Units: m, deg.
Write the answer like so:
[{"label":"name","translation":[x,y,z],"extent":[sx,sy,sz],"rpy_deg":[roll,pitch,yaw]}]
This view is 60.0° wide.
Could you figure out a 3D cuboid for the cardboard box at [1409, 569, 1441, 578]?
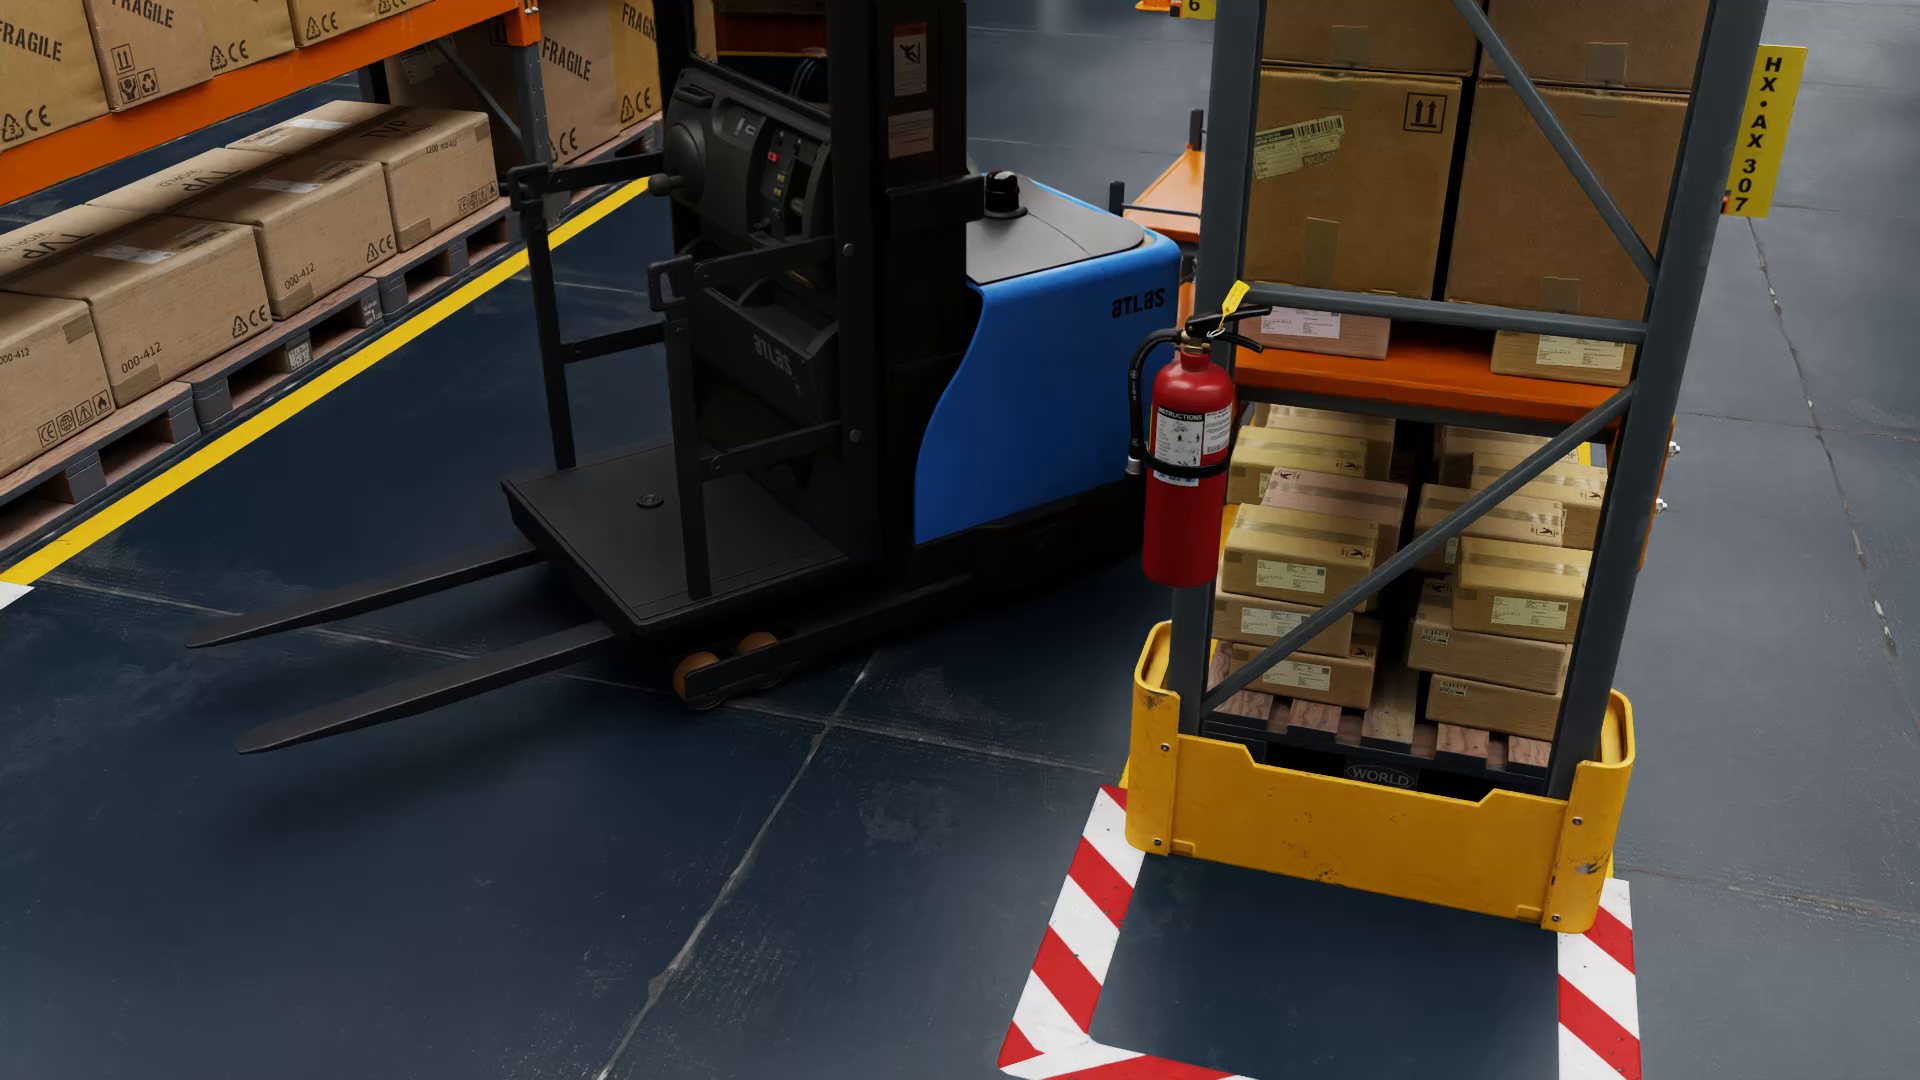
[{"label":"cardboard box","translation":[1.524,0.005,4.850],"extent":[0.380,0.149,0.250],"rpy_deg":[9,30,16]}]

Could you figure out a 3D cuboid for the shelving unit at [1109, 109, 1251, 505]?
[{"label":"shelving unit","translation":[0.935,-0.898,6.207],"extent":[0.538,1.125,1.048],"rpy_deg":[11,31,19]}]

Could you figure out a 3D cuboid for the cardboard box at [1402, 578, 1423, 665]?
[{"label":"cardboard box","translation":[1.461,0.256,4.705],"extent":[0.380,0.149,0.250],"rpy_deg":[8,30,15]}]

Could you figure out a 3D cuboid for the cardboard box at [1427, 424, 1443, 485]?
[{"label":"cardboard box","translation":[1.690,-0.236,5.283],"extent":[0.380,0.149,0.250],"rpy_deg":[7,30,12]}]

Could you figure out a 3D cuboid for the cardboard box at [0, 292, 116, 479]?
[{"label":"cardboard box","translation":[-3.661,-0.519,5.801],"extent":[0.875,0.438,0.875],"rpy_deg":[7,30,13]}]

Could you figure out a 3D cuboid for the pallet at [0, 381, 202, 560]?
[{"label":"pallet","translation":[-3.599,-0.299,6.070],"extent":[1.003,0.211,1.213],"rpy_deg":[8,30,15]}]

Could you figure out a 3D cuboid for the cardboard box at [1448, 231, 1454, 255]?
[{"label":"cardboard box","translation":[1.522,-0.851,4.452],"extent":[0.380,0.149,0.250],"rpy_deg":[10,31,17]}]

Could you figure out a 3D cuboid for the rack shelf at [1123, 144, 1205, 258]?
[{"label":"rack shelf","translation":[0.935,-1.154,6.065],"extent":[0.538,0.278,1.000],"rpy_deg":[11,31,19]}]

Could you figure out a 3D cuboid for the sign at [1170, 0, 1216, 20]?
[{"label":"sign","translation":[0.478,-1.208,3.319],"extent":[0.100,0.325,0.005],"rpy_deg":[8,30,15]}]

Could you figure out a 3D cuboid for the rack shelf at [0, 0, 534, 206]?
[{"label":"rack shelf","translation":[-3.172,-1.750,6.549],"extent":[1.077,0.370,4.000],"rpy_deg":[8,30,15]}]

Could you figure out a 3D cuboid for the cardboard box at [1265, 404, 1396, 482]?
[{"label":"cardboard box","translation":[1.136,-0.313,5.116],"extent":[0.380,0.149,0.250],"rpy_deg":[7,30,13]}]

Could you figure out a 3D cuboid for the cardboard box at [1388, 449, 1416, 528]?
[{"label":"cardboard box","translation":[1.213,-0.181,5.184],"extent":[0.380,0.149,0.250],"rpy_deg":[8,30,14]}]

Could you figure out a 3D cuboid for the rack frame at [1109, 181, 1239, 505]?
[{"label":"rack frame","translation":[0.741,-0.670,5.797],"extent":[0.500,1.125,0.032],"rpy_deg":[11,31,19]}]

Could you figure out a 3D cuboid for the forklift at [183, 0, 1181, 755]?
[{"label":"forklift","translation":[-0.793,-1.078,4.672],"extent":[3.031,2.935,1.130],"rpy_deg":[-18,34,-29]}]

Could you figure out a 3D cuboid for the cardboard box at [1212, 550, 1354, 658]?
[{"label":"cardboard box","translation":[0.885,0.171,4.551],"extent":[0.380,0.149,0.250],"rpy_deg":[8,30,14]}]

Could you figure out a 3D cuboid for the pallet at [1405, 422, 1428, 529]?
[{"label":"pallet","translation":[1.657,-0.229,5.945],"extent":[1.003,0.211,1.213],"rpy_deg":[8,30,15]}]

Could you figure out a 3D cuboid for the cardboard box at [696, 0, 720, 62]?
[{"label":"cardboard box","translation":[-1.959,-3.384,10.502],"extent":[0.875,0.875,0.875],"rpy_deg":[9,30,15]}]

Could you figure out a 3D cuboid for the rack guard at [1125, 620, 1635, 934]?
[{"label":"rack guard","translation":[1.025,0.582,4.190],"extent":[1.175,0.500,0.348],"rpy_deg":[8,30,15]}]

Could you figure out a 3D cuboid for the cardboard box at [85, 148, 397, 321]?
[{"label":"cardboard box","translation":[-3.134,-1.365,7.321],"extent":[0.875,0.438,0.875],"rpy_deg":[8,30,13]}]

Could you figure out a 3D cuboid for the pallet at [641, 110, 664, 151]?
[{"label":"pallet","translation":[-2.074,-2.713,10.410],"extent":[1.003,0.211,1.213],"rpy_deg":[8,30,15]}]

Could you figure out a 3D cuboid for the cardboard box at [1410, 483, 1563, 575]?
[{"label":"cardboard box","translation":[1.447,-0.013,4.576],"extent":[0.380,0.149,0.250],"rpy_deg":[9,30,16]}]

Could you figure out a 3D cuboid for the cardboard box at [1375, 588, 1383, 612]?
[{"label":"cardboard box","translation":[1.096,0.068,5.042],"extent":[0.380,0.149,0.250],"rpy_deg":[8,30,15]}]

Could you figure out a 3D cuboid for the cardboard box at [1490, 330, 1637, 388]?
[{"label":"cardboard box","translation":[1.411,-0.469,3.766],"extent":[0.380,0.149,0.250],"rpy_deg":[8,30,14]}]

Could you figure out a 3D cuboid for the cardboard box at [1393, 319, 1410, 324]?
[{"label":"cardboard box","translation":[0.937,-0.667,4.122],"extent":[0.380,0.149,0.250],"rpy_deg":[8,30,15]}]

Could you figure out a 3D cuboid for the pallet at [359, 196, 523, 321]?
[{"label":"pallet","translation":[-2.883,-1.433,8.108],"extent":[1.003,0.211,1.213],"rpy_deg":[8,30,15]}]

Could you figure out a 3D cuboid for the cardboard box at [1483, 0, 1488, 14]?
[{"label":"cardboard box","translation":[1.530,-1.492,3.909],"extent":[0.500,0.500,0.500],"rpy_deg":[9,30,16]}]

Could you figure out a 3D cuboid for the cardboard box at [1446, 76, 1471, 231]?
[{"label":"cardboard box","translation":[1.045,-1.133,4.292],"extent":[0.500,0.500,0.500],"rpy_deg":[8,30,14]}]

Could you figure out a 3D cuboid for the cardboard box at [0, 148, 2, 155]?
[{"label":"cardboard box","translation":[-3.344,-1.360,5.007],"extent":[0.500,0.500,0.500],"rpy_deg":[8,30,14]}]

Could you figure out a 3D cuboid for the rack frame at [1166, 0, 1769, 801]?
[{"label":"rack frame","translation":[1.003,-0.475,3.518],"extent":[1.000,3.000,0.127],"rpy_deg":[8,30,15]}]

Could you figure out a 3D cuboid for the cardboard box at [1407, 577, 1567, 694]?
[{"label":"cardboard box","translation":[1.402,0.250,4.409],"extent":[0.380,0.149,0.250],"rpy_deg":[10,31,17]}]

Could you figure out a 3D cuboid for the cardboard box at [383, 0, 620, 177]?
[{"label":"cardboard box","translation":[-2.479,-2.548,8.998],"extent":[0.875,0.875,0.875],"rpy_deg":[9,30,16]}]

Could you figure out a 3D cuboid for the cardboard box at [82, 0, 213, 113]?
[{"label":"cardboard box","translation":[-3.055,-1.833,5.857],"extent":[0.500,0.500,0.500],"rpy_deg":[8,30,15]}]

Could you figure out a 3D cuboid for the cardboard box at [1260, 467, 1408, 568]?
[{"label":"cardboard box","translation":[1.045,-0.063,4.667],"extent":[0.380,0.149,0.250],"rpy_deg":[9,30,16]}]

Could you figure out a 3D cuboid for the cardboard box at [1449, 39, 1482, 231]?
[{"label":"cardboard box","translation":[1.531,-1.070,4.180],"extent":[0.500,0.500,0.500],"rpy_deg":[9,30,15]}]

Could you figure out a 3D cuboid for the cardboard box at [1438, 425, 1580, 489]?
[{"label":"cardboard box","translation":[1.637,-0.239,4.983],"extent":[0.380,0.149,0.250],"rpy_deg":[7,30,12]}]

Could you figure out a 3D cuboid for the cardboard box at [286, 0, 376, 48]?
[{"label":"cardboard box","translation":[-2.756,-2.309,6.713],"extent":[0.500,0.500,0.500],"rpy_deg":[8,30,14]}]
